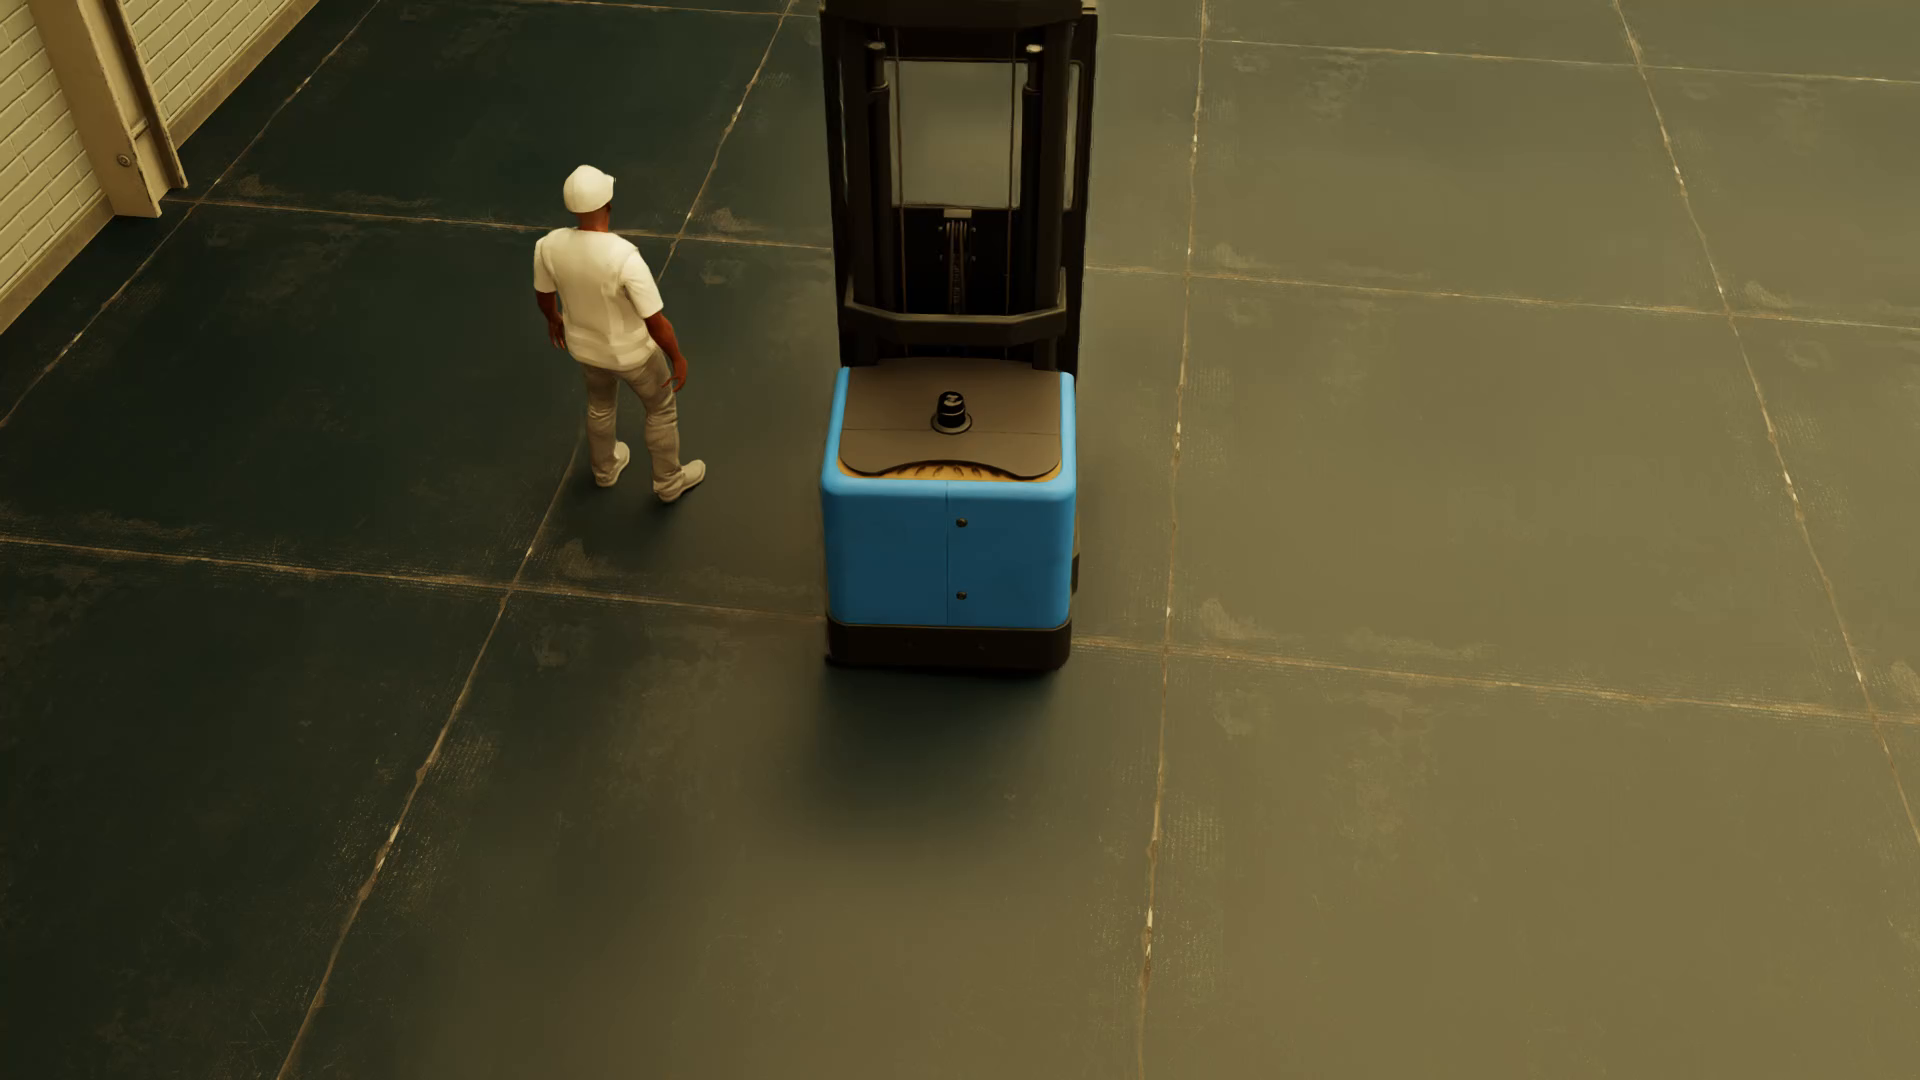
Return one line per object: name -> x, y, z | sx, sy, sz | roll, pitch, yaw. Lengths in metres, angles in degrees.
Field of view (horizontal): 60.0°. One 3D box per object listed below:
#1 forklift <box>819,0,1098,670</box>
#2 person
forklift -> 0.005, -1.501, 7.358 | 1.130, 2.935, 3.031 | 1, 43, 2
person -> -1.564, -0.918, 7.593 | 0.731, 1.759, 0.442 | 14, 44, 15
